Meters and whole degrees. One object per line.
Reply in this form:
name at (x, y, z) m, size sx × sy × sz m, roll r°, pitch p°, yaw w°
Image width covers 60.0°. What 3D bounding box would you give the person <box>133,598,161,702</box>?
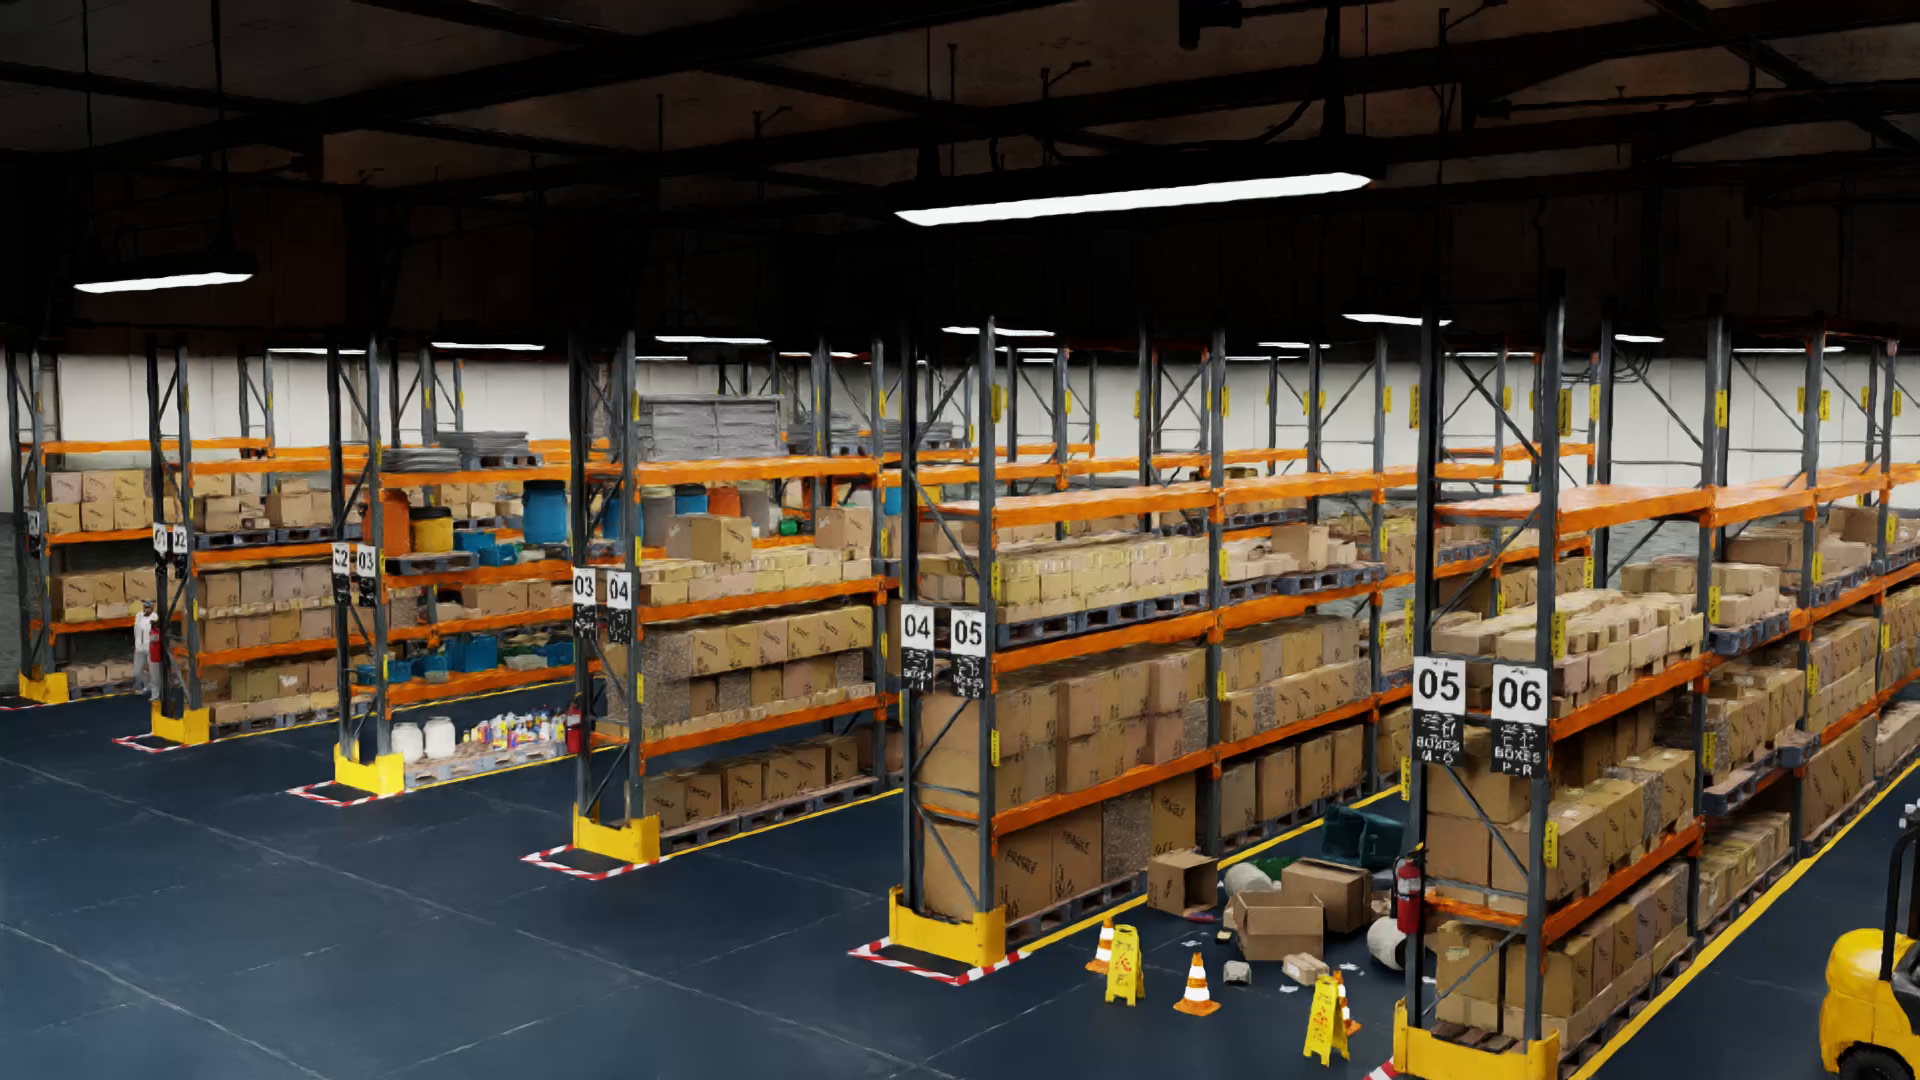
person at (-13.486, 1.803, 27.721) m, size 0.607 × 1.753 × 0.558 m, roll 0°, pitch 5°, yaw 3°
